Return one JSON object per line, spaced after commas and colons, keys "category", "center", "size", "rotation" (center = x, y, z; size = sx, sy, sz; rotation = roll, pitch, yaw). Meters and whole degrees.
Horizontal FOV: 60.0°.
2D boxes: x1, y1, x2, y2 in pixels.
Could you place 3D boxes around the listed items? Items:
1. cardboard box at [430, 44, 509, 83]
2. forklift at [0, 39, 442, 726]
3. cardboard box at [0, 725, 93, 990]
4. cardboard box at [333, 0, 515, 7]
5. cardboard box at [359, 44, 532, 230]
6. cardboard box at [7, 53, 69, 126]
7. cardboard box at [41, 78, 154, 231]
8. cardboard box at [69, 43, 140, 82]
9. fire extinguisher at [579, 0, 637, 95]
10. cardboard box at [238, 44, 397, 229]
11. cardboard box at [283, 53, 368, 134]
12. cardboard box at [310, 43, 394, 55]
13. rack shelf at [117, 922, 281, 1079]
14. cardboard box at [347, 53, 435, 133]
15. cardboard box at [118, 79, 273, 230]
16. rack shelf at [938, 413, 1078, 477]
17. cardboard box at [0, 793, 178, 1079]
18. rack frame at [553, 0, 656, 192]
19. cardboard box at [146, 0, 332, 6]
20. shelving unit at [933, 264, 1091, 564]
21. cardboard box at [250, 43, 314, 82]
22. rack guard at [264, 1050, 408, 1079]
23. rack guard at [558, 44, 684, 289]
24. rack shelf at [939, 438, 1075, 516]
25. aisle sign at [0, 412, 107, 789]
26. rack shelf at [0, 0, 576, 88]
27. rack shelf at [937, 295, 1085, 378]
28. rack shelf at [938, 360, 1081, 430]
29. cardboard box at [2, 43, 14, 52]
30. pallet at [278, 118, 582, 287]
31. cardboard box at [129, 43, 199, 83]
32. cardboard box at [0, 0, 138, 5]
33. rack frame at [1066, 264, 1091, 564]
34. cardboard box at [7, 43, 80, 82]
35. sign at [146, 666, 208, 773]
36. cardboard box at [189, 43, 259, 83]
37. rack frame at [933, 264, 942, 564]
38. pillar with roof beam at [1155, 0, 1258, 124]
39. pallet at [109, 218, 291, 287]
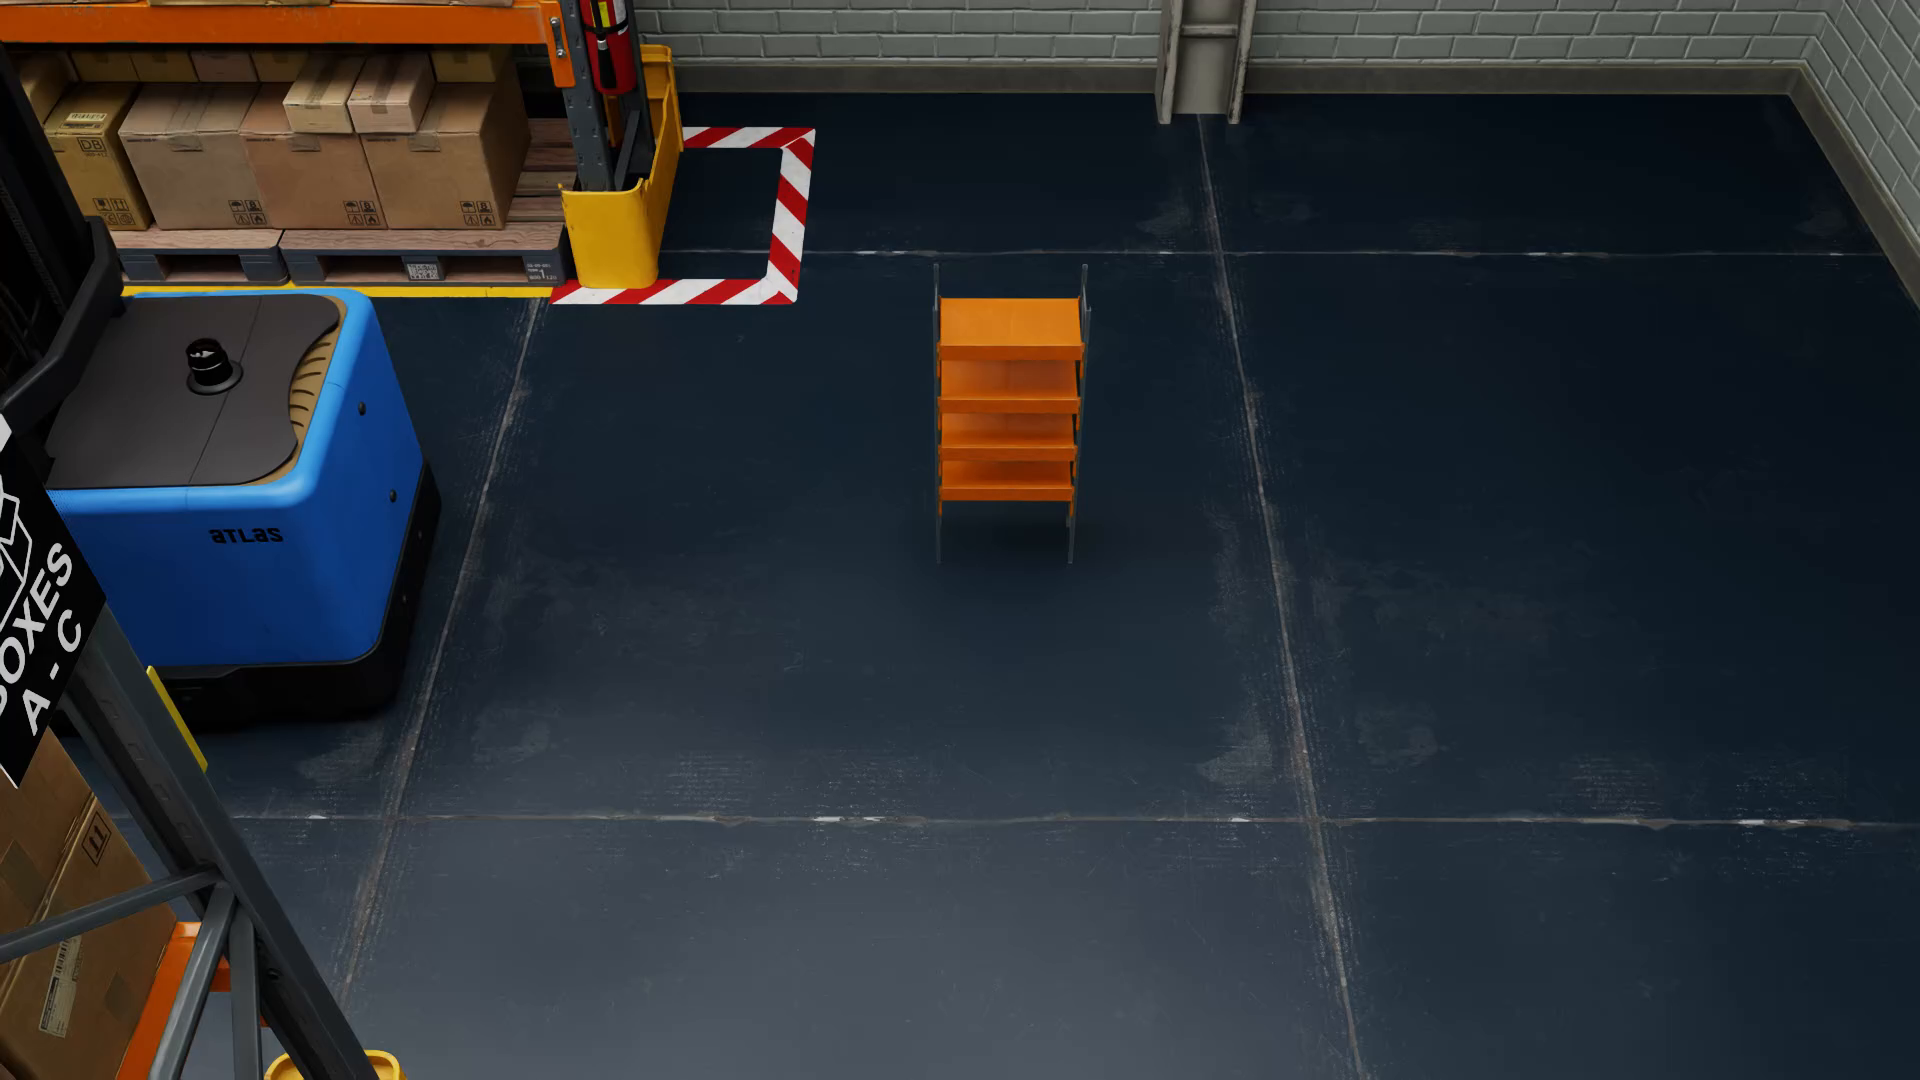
{"category": "cardboard box", "center": [-2.103, -2.136, 7.167], "size": [0.250, 0.149, 0.380], "rotation": [0, 47, 0]}
{"category": "forklift", "center": [-3.451, -0.724, 4.922], "size": [3.031, 2.935, 1.130], "rotation": [-2, 47, -2]}
{"category": "cardboard box", "center": [-1.986, 0.508, 2.977], "size": [0.500, 0.500, 0.500], "rotation": [1, 47, 1]}
{"category": "cardboard box", "center": [-2.039, -2.645, 6.458], "size": [0.700, 0.700, 0.980], "rotation": [2, 47, 2]}
{"category": "cardboard box", "center": [-2.229, -1.769, 7.268], "size": [0.500, 0.500, 0.700], "rotation": [0, 47, 0]}
{"category": "cardboard box", "center": [-3.917, -1.860, 6.909], "size": [0.250, 0.149, 0.380], "rotation": [-1, 47, -1]}
{"category": "cardboard box", "center": [-3.766, -1.767, 7.267], "size": [0.500, 0.500, 0.700], "rotation": [1, 47, 1]}
{"category": "cardboard box", "center": [-3.624, -2.139, 7.170], "size": [0.250, 0.149, 0.380], "rotation": [-1, 47, -1]}
{"category": "fire extinguisher", "center": [-1.380, -2.057, 6.423], "size": [0.183, 0.674, 0.296], "rotation": [0, 47, 0]}
{"category": "cardboard box", "center": [-2.729, -1.771, 7.270], "size": [0.500, 0.500, 0.700], "rotation": [0, 47, 0]}
{"category": "cardboard box", "center": [-2.614, -1.857, 6.907], "size": [0.250, 0.149, 0.380], "rotation": [1, 47, 1]}
{"category": "cardboard box", "center": [-2.610, -2.137, 7.168], "size": [0.250, 0.149, 0.380], "rotation": [0, 47, 0]}
{"category": "rack shelf", "center": [-3.543, 1.317, 3.467], "size": [4.000, 0.370, 1.077], "rotation": [0, 47, 0]}
{"category": "cardboard box", "center": [-2.358, -1.857, 6.907], "size": [0.250, 0.149, 0.380], "rotation": [0, 47, 0]}
{"category": "cardboard box", "center": [-3.232, -1.771, 7.270], "size": [0.500, 0.500, 0.700], "rotation": [-1, 47, -1]}
{"category": "rack shelf", "center": [0.166, -0.362, 5.860], "size": [0.480, 0.148, 0.258], "rotation": [0, 47, 0]}
{"category": "cardboard box", "center": [-1.986, 0.849, 3.343], "size": [0.500, 0.500, 0.500], "rotation": [1, 47, 1]}
{"category": "rack frame", "center": [-1.529, -2.549, 6.573], "size": [0.127, 3.000, 1.000], "rotation": [0, 47, 0]}
{"category": "cardboard box", "center": [-2.766, -2.639, 6.452], "size": [0.700, 0.700, 0.980], "rotation": [0, 47, 0]}
{"category": "shelving unit", "center": [0.166, -0.408, 5.810], "size": [0.503, 1.200, 0.258], "rotation": [0, 47, 0]}
{"category": "cardboard box", "center": [-2.860, -2.138, 7.169], "size": [0.250, 0.149, 0.380], "rotation": [1, 47, 0]}
{"category": "rack guard", "center": [-1.619, 1.928, 4.114], "size": [0.348, 0.500, 1.175], "rotation": [0, 47, 0]}
{"category": "rack guard", "center": [-1.505, -1.697, 7.488], "size": [0.348, 0.500, 1.175], "rotation": [0, 47, 0]}
{"category": "rack shelf", "center": [0.166, -0.227, 6.005], "size": [0.480, 0.148, 0.258], "rotation": [0, 47, 0]}
{"category": "aisle sign", "center": [-1.474, -0.024, 2.447], "size": [0.004, 0.787, 0.394], "rotation": [0, 47, 0]}
{"category": "rack shelf", "center": [-3.529, -2.309, 6.842], "size": [4.000, 0.370, 1.077], "rotation": [0, 47, 0]}
{"category": "rack shelf", "center": [0.166, -0.676, 5.523], "size": [0.480, 0.148, 0.258], "rotation": [0, 47, 0]}
{"category": "rack shelf", "center": [0.166, -0.515, 5.696], "size": [0.480, 0.148, 0.258], "rotation": [0, 47, 0]}
{"category": "cardboard box", "center": [-4.135, -2.141, 7.171], "size": [0.250, 0.149, 0.380], "rotation": [-1, 47, -1]}
{"category": "pallet", "center": [-2.329, -1.544, 7.543], "size": [1.213, 0.211, 1.003], "rotation": [0, 47, 0]}
{"category": "cardboard box", "center": [-3.371, -2.138, 7.169], "size": [0.250, 0.149, 0.380], "rotation": [1, 47, 1]}
{"category": "cardboard box", "center": [-3.529, -2.648, 6.461], "size": [0.700, 0.700, 0.980], "rotation": [-2, 47, -2]}
{"category": "rack frame", "center": [0.410, -0.408, 5.810], "size": [0.015, 1.200, 0.240], "rotation": [0, 47, 0]}
{"category": "cardboard box", "center": [-3.882, -2.140, 7.170], "size": [0.250, 0.149, 0.380], "rotation": [1, 47, 1]}
{"category": "sign", "center": [-1.542, 0.385, 3.251], "size": [0.005, 0.325, 0.100], "rotation": [0, 47, 0]}
{"category": "cardboard box", "center": [-3.115, -2.138, 7.169], "size": [0.250, 0.149, 0.380], "rotation": [1, 47, 1]}
{"category": "rack frame", "center": [-0.078, -0.409, 5.811], "size": [0.015, 1.200, 0.240], "rotation": [0, 47, 0]}
{"category": "pillar with roof beam", "center": [1.159, -2.068, 2.027], "size": [0.400, 9.000, 9.100], "rotation": [0, 47, 0]}
{"category": "pallet", "center": [-3.545, -1.549, 7.548], "size": [1.213, 0.211, 1.003], "rotation": [0, 47, 0]}
